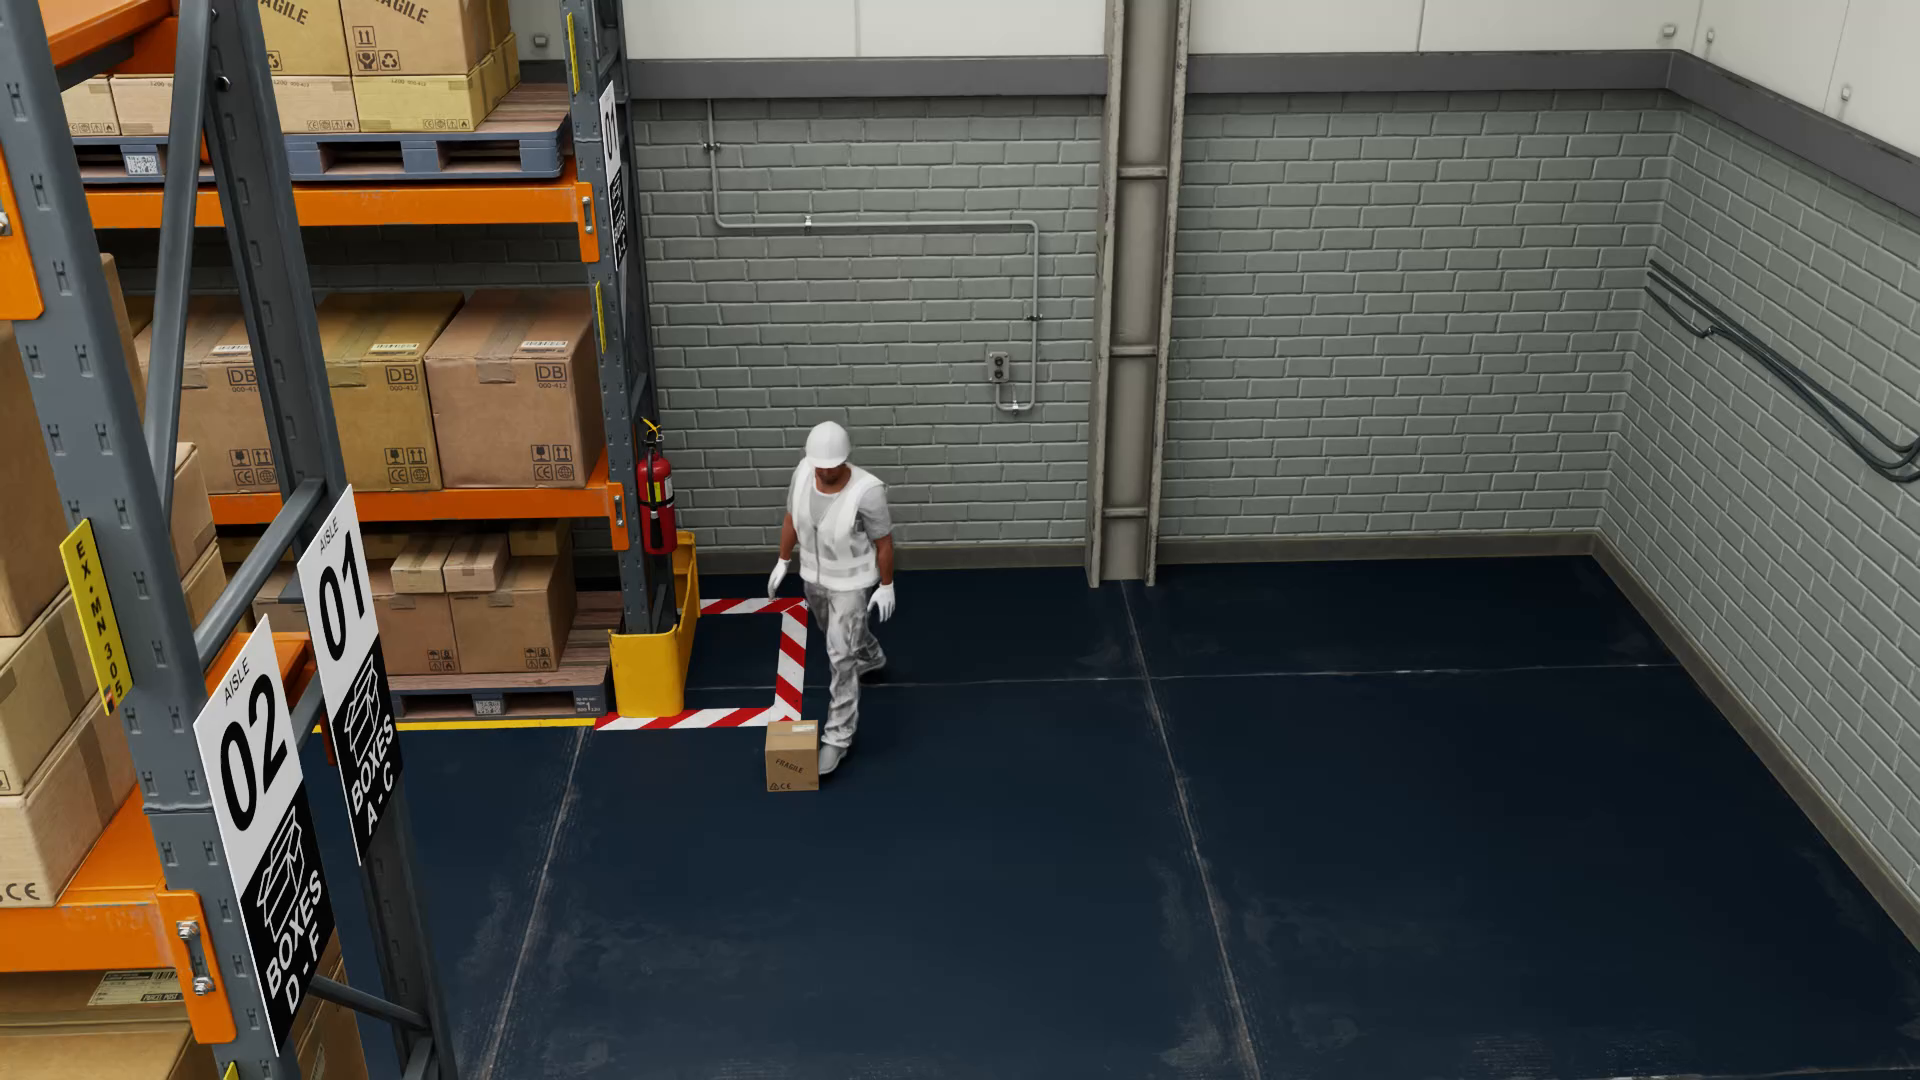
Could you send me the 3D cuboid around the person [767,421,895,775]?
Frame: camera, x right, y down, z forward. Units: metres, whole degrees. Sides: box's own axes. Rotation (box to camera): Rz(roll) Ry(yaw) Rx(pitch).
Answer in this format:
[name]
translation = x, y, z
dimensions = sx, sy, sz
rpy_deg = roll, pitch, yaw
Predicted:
[person]
translation = -0.607, 0.175, 8.268
dimensions = 0.622, 1.751, 0.954
rpy_deg = 20, 33, 33
